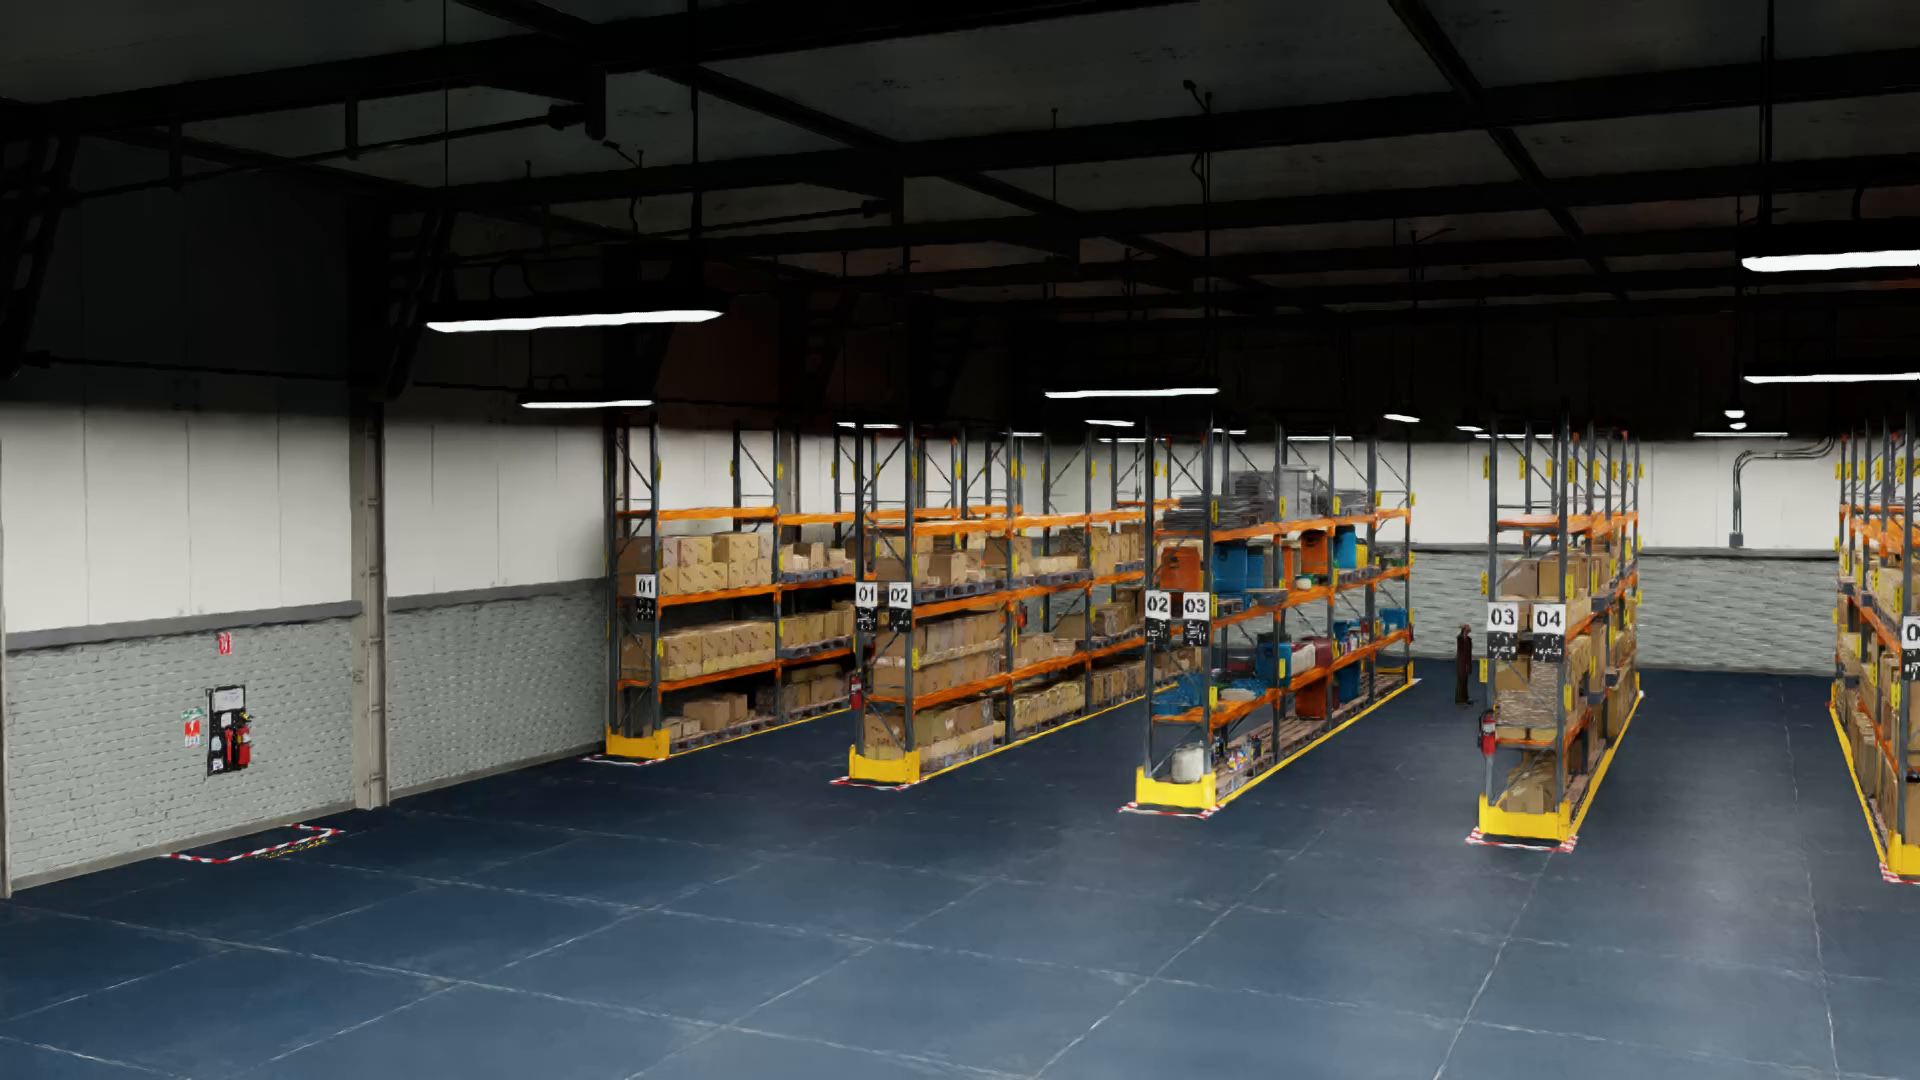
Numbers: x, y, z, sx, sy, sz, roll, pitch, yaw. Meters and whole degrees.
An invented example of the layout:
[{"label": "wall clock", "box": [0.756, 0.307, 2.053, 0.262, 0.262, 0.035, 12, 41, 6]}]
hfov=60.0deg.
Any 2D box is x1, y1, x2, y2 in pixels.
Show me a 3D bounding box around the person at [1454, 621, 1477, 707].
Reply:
[{"label": "person", "box": [10.706, 2.615, 35.151, 0.518, 1.787, 0.652, 0, 2, 6]}]
